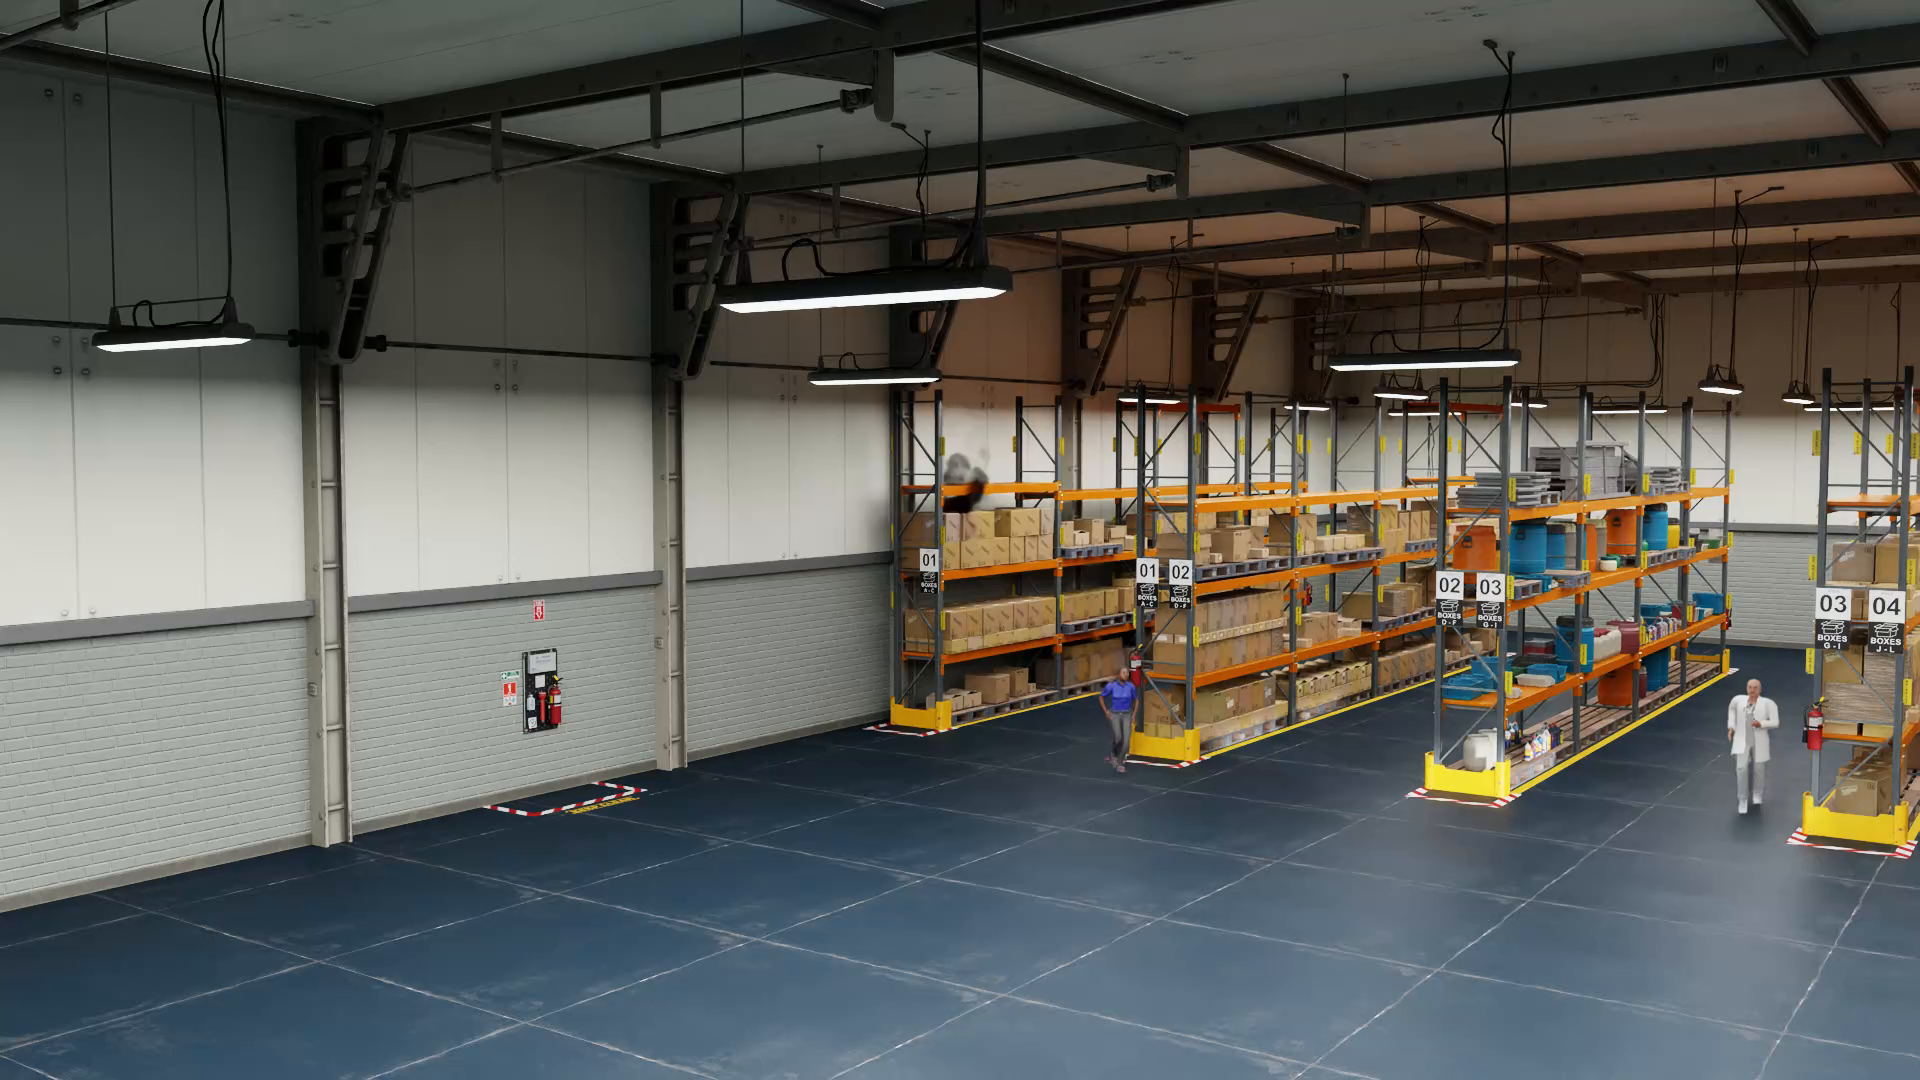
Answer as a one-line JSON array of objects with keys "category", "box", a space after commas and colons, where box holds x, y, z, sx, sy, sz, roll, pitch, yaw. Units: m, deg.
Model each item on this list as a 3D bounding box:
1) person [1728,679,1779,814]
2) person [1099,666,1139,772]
[{"category": "person", "box": [10.902, 2.824, 22.873, 0.666, 1.847, 0.937, 2, 4, 30]}, {"category": "person", "box": [2.456, 2.743, 25.332, 0.602, 1.607, 0.499, -1, 3, -10]}]
